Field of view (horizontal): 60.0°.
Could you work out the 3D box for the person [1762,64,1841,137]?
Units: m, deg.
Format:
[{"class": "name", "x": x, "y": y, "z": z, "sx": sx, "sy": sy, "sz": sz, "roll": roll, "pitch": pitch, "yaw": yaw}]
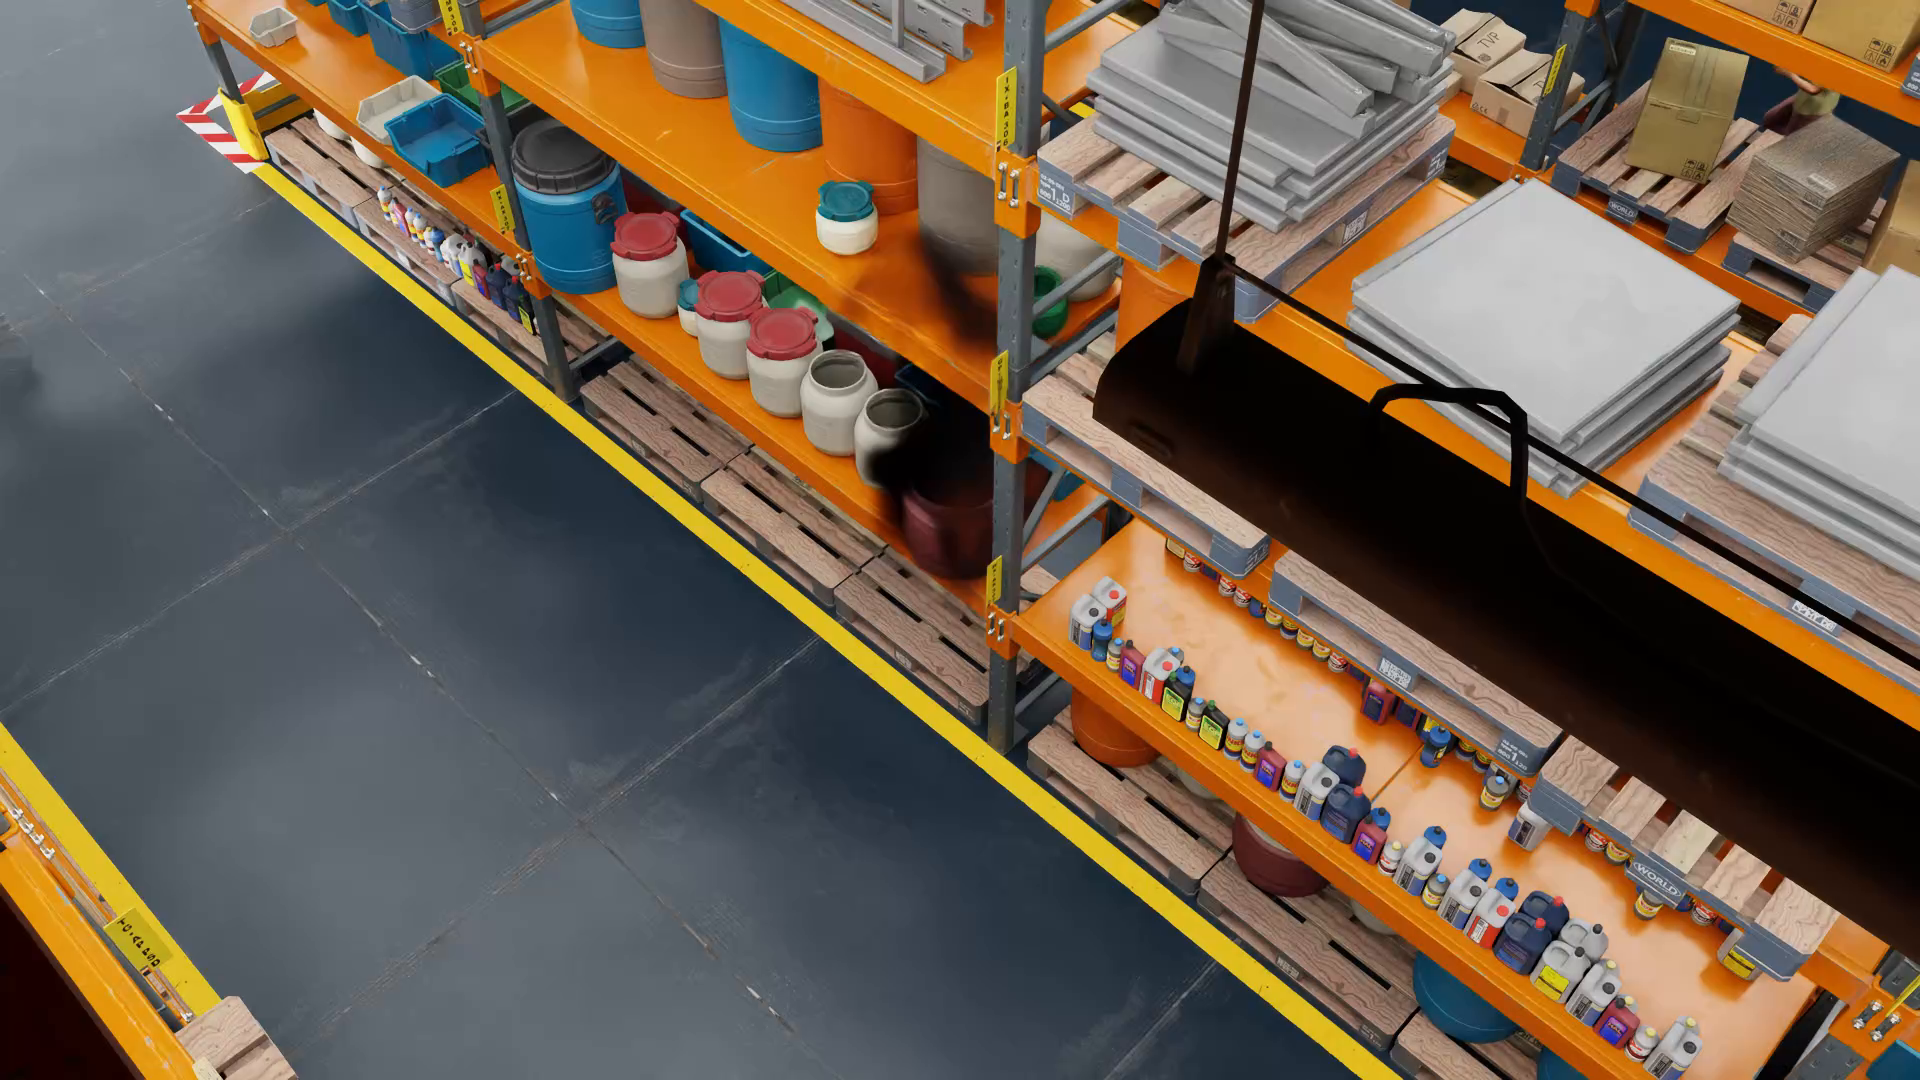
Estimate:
[{"class": "person", "x": 6.097, "y": -3.132, "z": 11.935, "sx": 0.621, "sy": 1.648, "sz": 0.595, "roll": 37, "pitch": 59, "yaw": 27}]
